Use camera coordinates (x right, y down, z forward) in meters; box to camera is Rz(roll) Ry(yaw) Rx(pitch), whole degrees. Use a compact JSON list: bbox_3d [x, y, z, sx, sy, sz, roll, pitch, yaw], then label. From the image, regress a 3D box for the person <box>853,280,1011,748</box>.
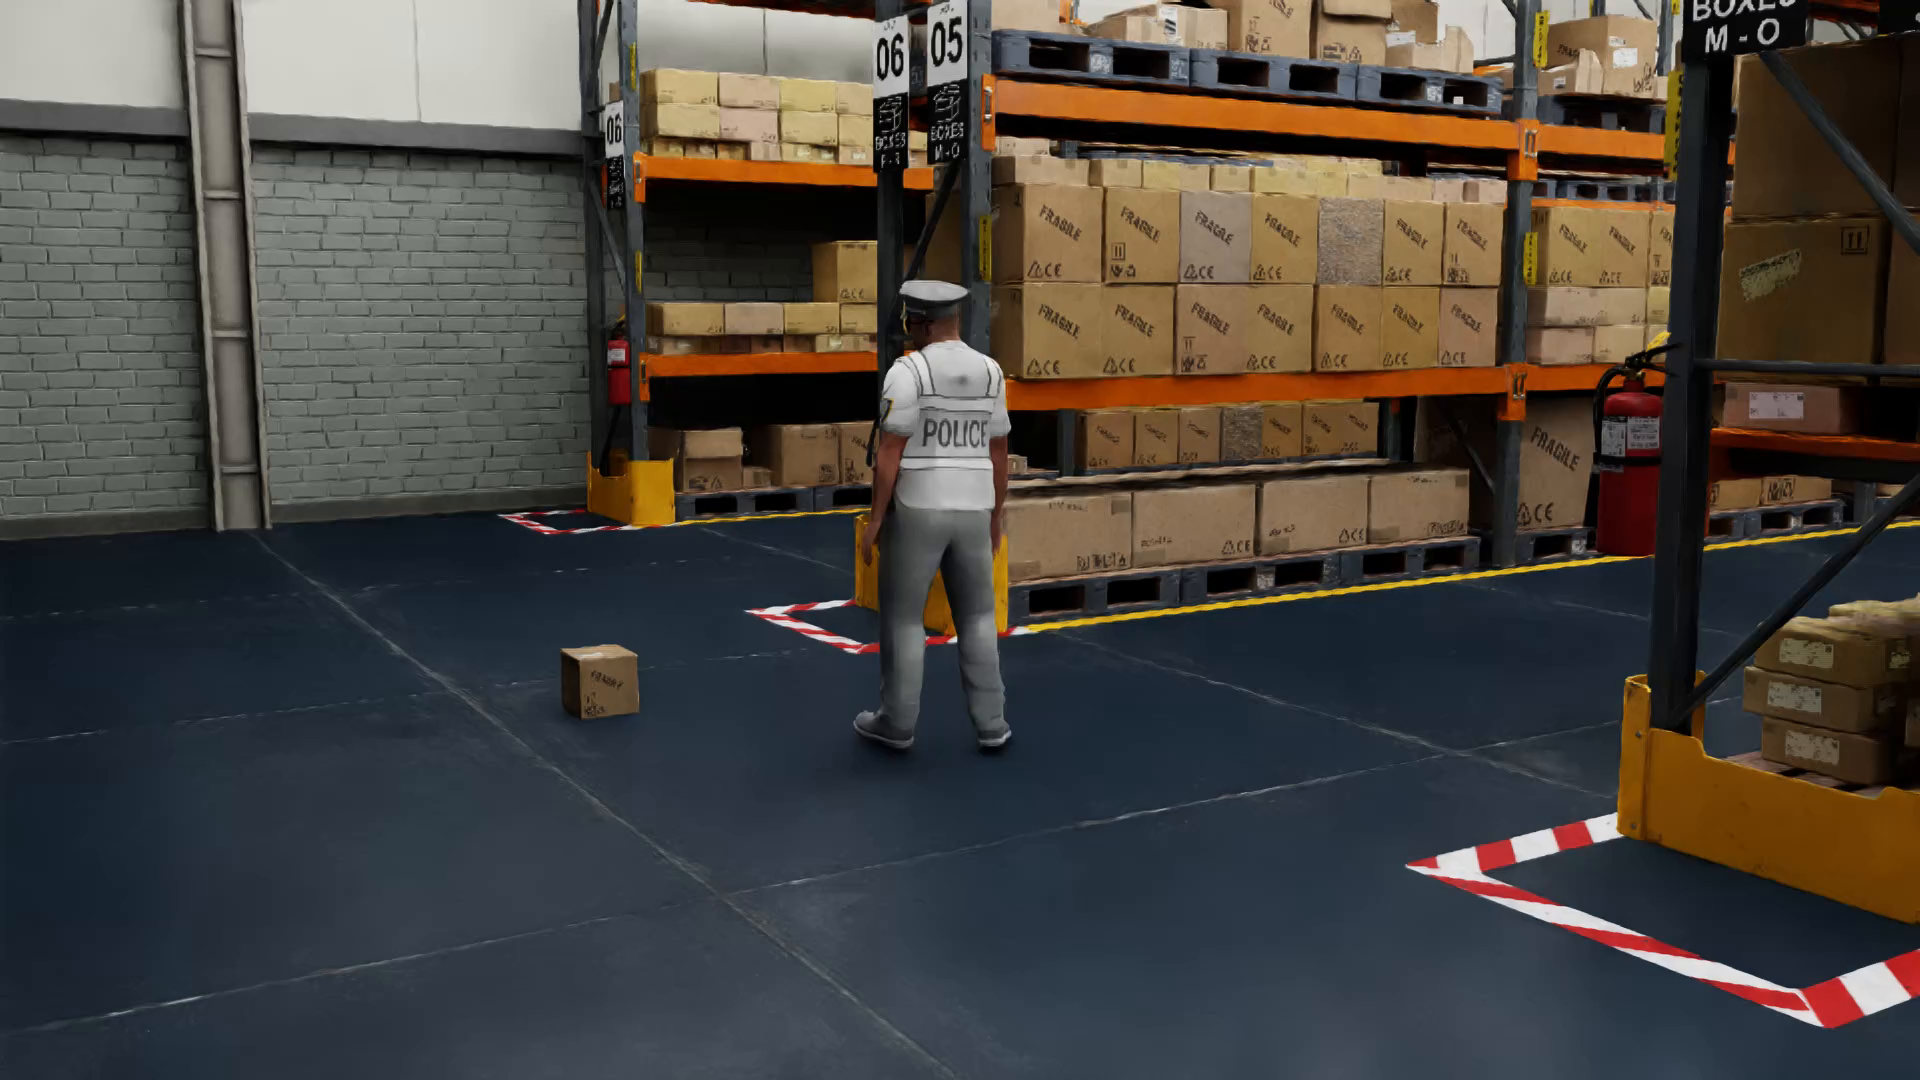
[{"bbox_3d":[-0.108,-0.093,6.279,0.638,1.755,0.515,-5,9,-31],"label":"person"}]
